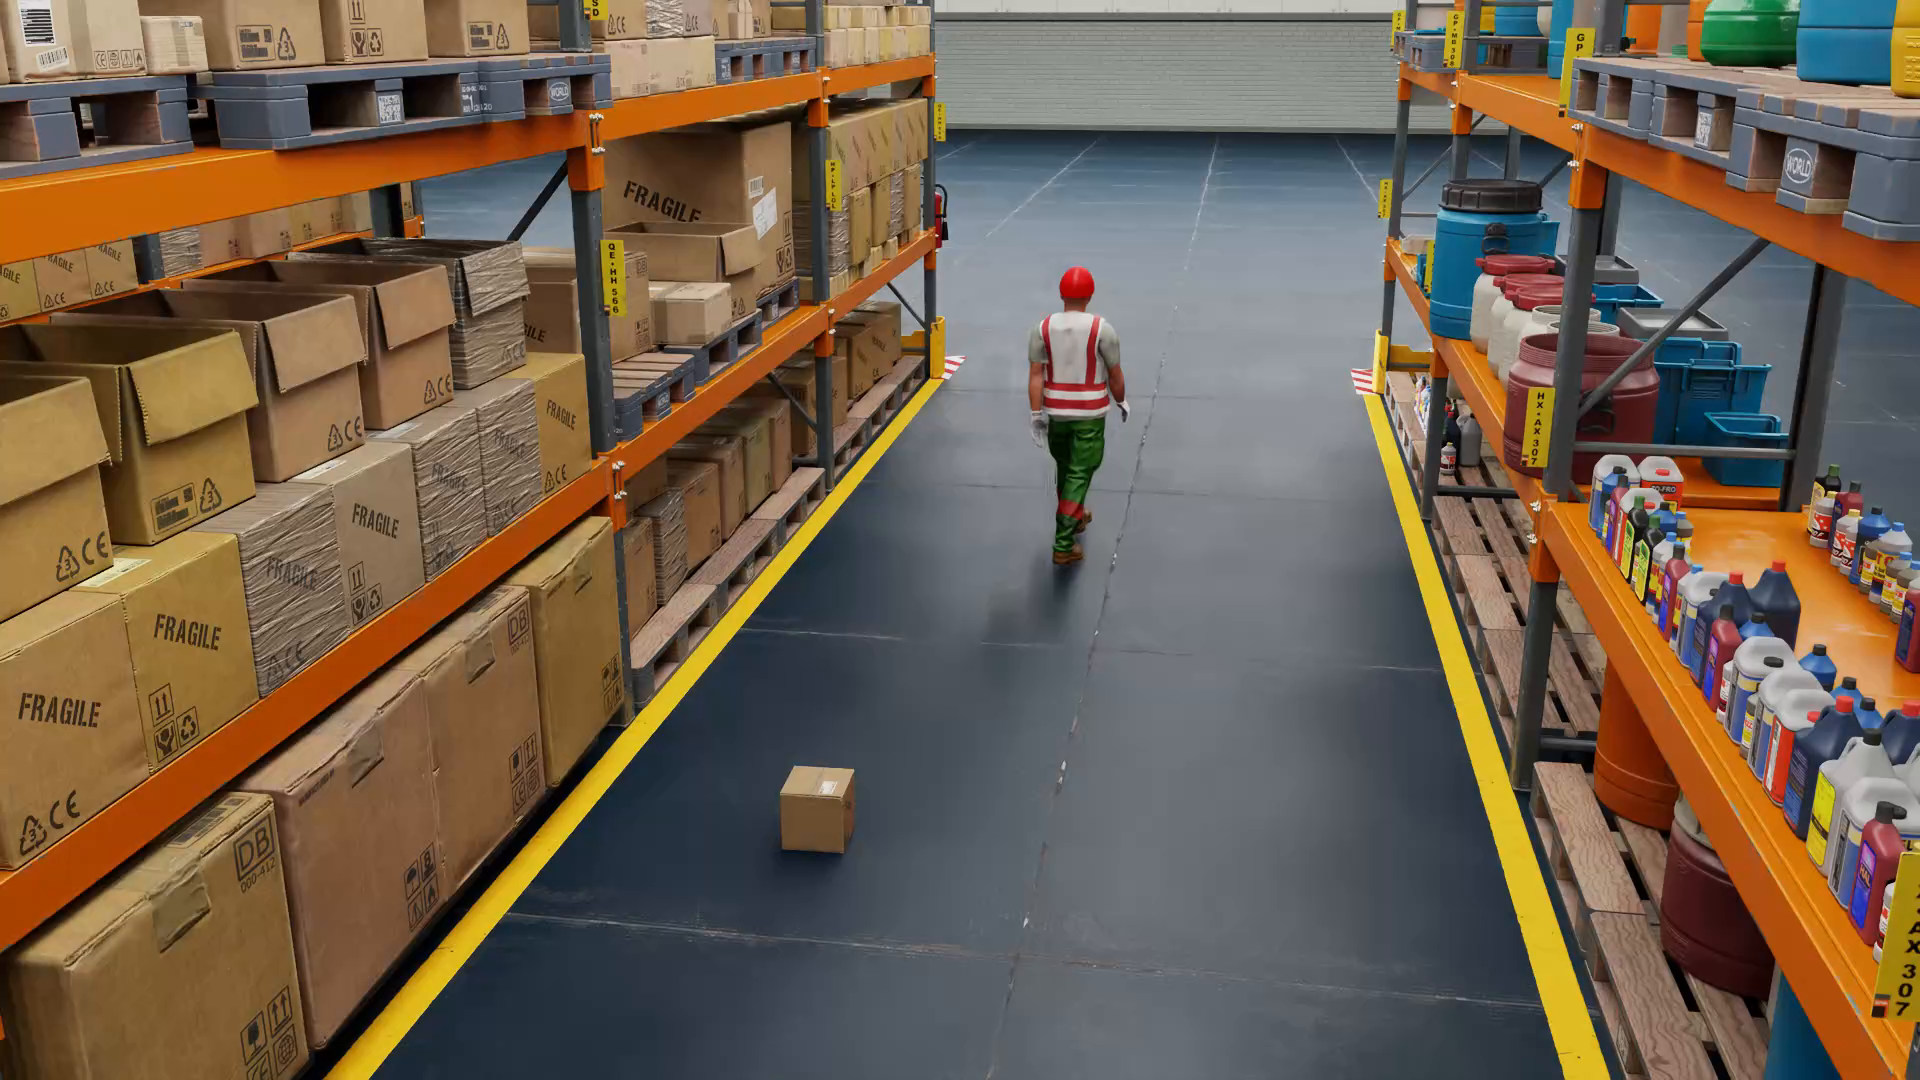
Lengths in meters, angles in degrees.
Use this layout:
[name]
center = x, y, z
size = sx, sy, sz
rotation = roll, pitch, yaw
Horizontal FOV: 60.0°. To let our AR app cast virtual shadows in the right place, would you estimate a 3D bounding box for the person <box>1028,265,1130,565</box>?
[person]
center = 0.729, -0.791, 9.977
size = 0.536, 1.736, 1.034
rotation = 7, 19, 22
